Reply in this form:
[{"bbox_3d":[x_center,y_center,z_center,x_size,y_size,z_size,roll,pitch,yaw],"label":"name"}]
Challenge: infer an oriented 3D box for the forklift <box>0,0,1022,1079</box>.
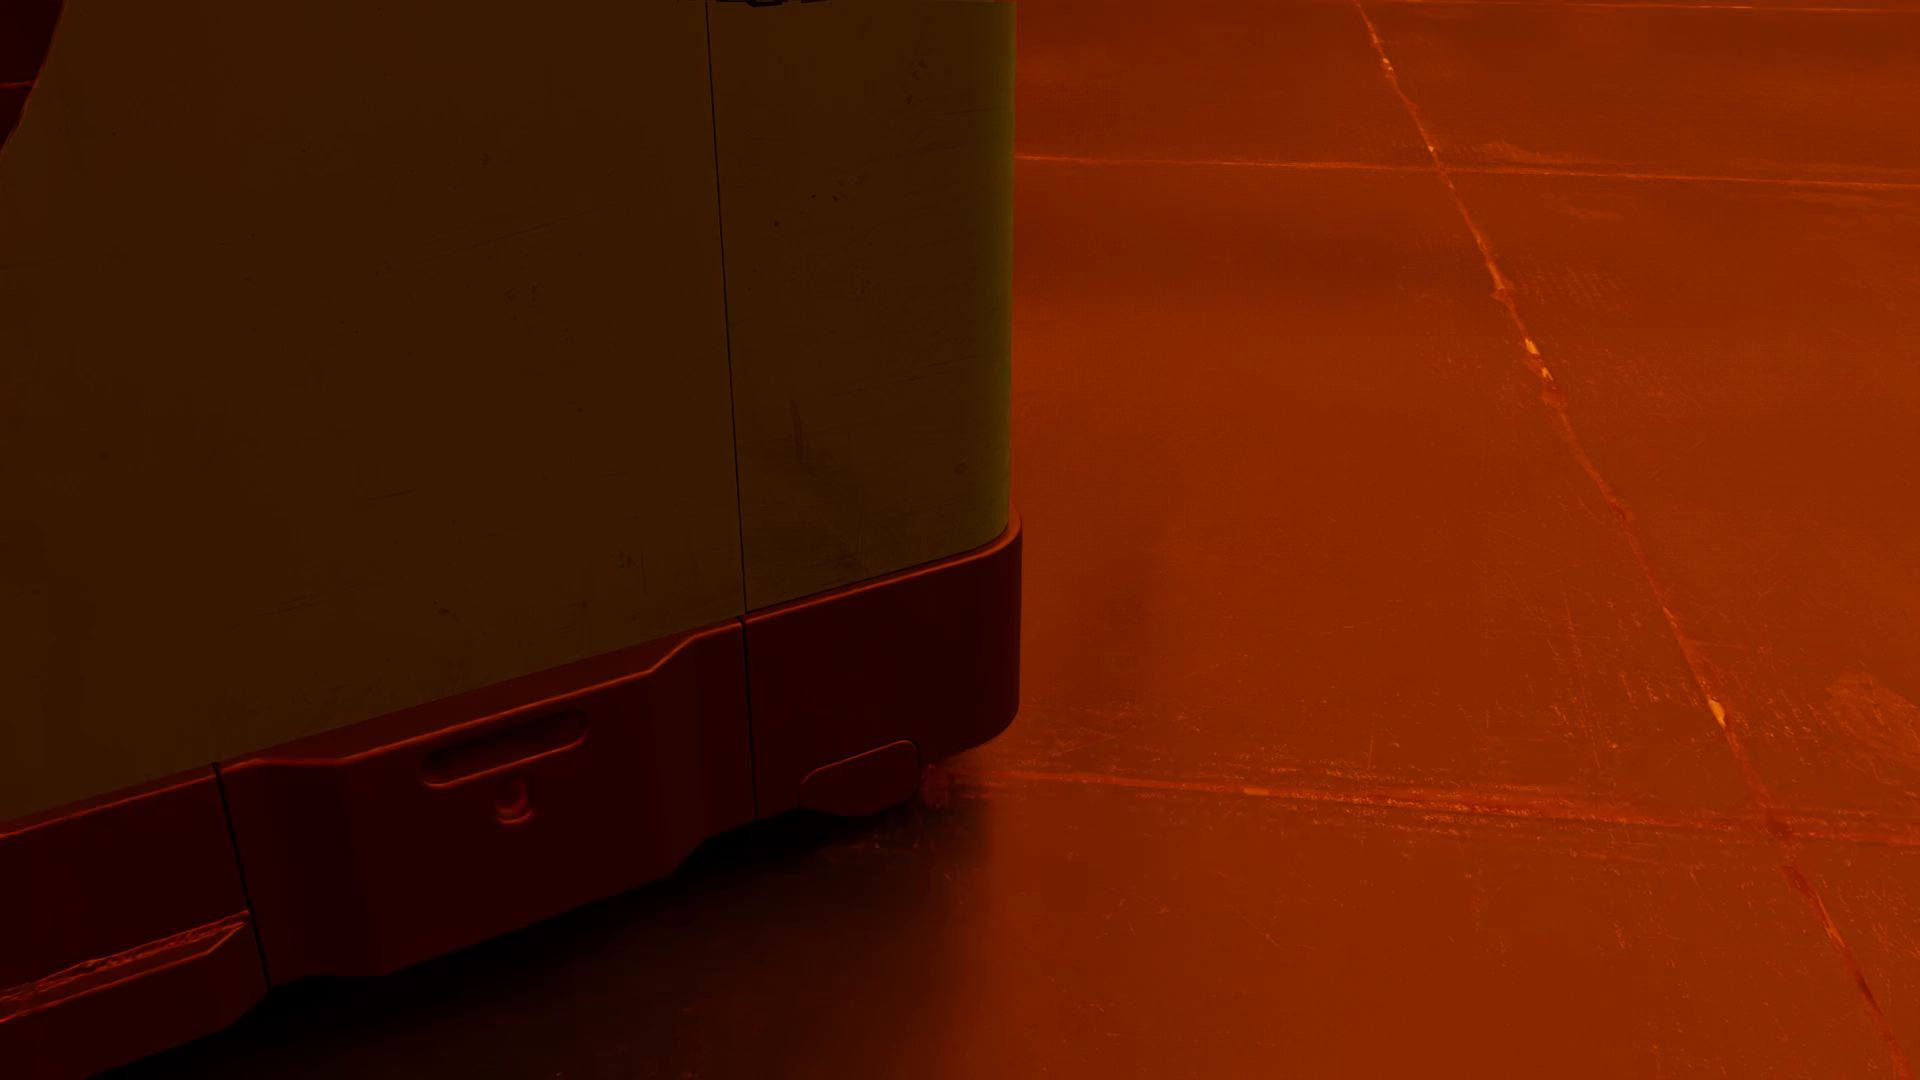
[{"bbox_3d":[-1.455,-0.885,0.990,3.031,2.935,1.130,-15,30,-28],"label":"forklift"}]
